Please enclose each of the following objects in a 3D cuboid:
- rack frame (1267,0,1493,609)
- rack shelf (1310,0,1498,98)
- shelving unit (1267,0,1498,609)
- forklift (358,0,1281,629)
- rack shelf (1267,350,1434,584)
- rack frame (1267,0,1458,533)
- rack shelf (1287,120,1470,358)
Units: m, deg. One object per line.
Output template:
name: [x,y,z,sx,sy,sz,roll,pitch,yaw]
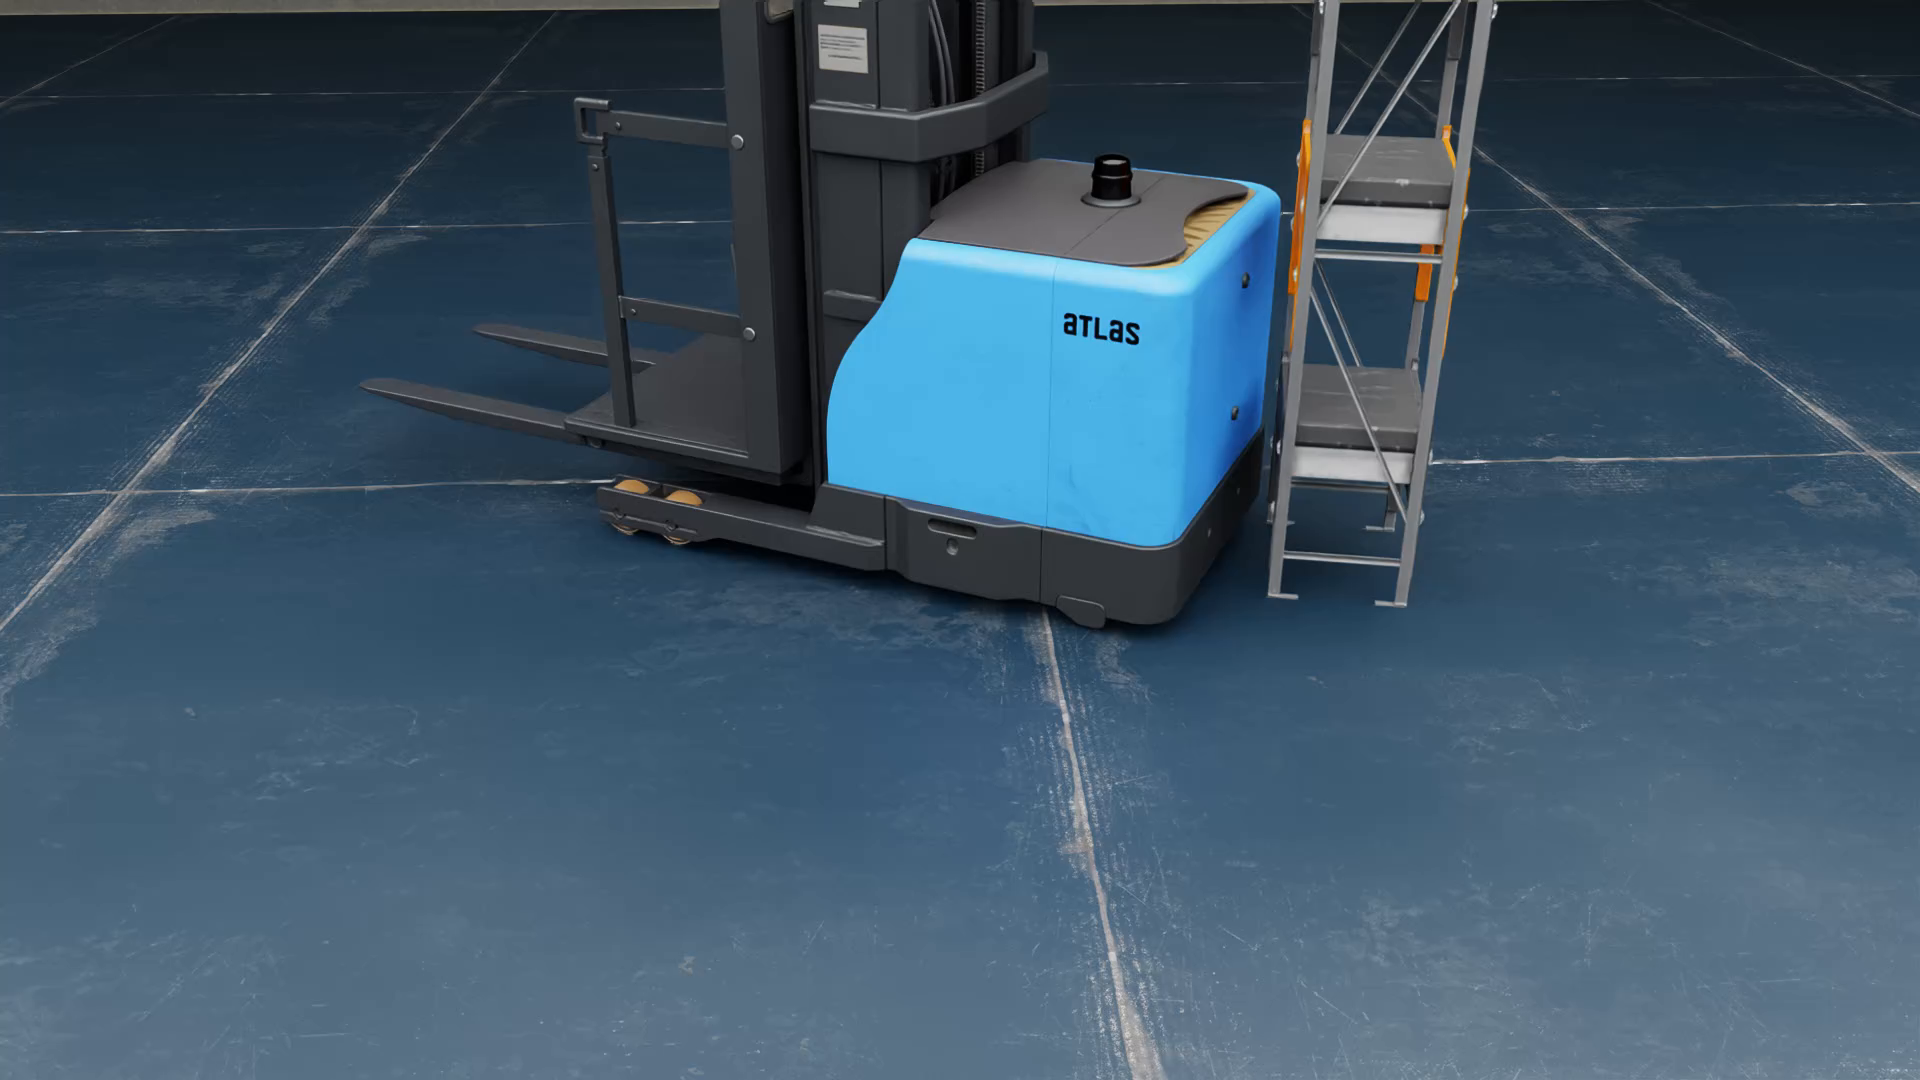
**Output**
rack frame: [1.109,-0.748,4.413,0.400,2.100,0.015,4,28,8]
rack shelf: [1.147,-1.468,4.309,0.431,0.518,0.480,4,28,8]
shelving unit: [1.147,-0.859,4.626,0.431,2.100,0.503,4,28,8]
forklift: [-0.589,-1.493,4.944,3.031,2.935,1.130,12,30,22]
rack shelf: [1.147,-0.226,4.956,0.431,0.518,0.480,4,28,8]
rack frame: [1.185,-0.970,4.840,0.400,2.100,0.015,4,28,8]
rack shelf: [1.147,-0.847,4.633,0.431,0.518,0.480,4,28,8]
